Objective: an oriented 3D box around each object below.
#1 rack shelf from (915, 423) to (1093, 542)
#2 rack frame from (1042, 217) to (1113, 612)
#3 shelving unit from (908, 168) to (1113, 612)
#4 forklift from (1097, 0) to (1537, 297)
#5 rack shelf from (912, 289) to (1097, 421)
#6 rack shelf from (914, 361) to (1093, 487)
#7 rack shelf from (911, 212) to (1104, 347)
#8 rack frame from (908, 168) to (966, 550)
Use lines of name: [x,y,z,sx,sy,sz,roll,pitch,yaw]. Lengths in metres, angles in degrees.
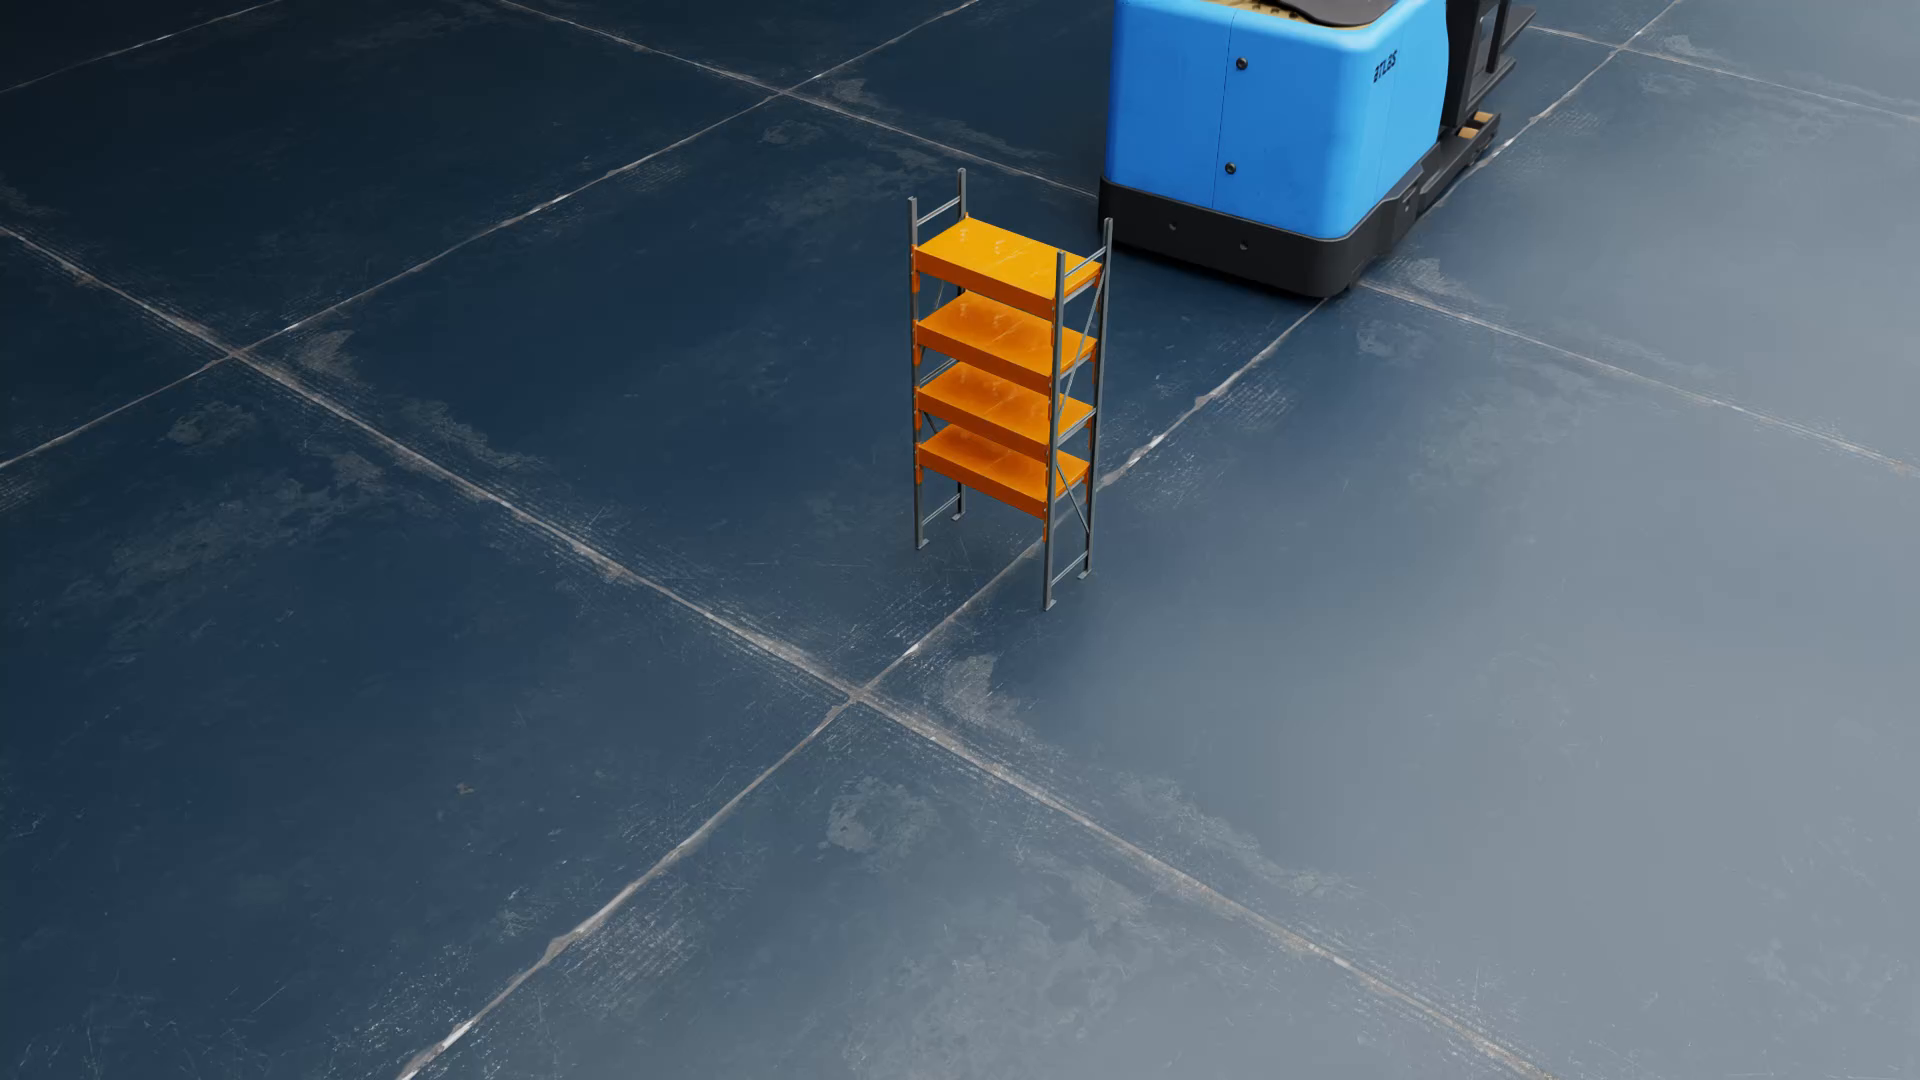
rack shelf: [0.131,-0.201,4.965,0.480,0.148,0.258,25,45,29]
rack frame: [0.325,-0.319,4.684,0.015,1.200,0.240,25,45,29]
shelving unit: [0.131,-0.410,4.801,0.503,1.200,0.258,25,45,29]
forklift: [1.772,-2.953,6.644,1.130,2.935,3.031,21,43,25]
rack shelf: [0.131,-0.534,4.705,0.480,0.148,0.258,25,45,29]
rack shelf: [0.131,-0.357,4.842,0.480,0.148,0.258,25,45,29]
rack shelf: [0.131,-0.720,4.559,0.480,0.148,0.258,25,45,29]
rack frame: [-0.062,-0.502,4.918,0.015,1.200,0.240,25,45,29]
